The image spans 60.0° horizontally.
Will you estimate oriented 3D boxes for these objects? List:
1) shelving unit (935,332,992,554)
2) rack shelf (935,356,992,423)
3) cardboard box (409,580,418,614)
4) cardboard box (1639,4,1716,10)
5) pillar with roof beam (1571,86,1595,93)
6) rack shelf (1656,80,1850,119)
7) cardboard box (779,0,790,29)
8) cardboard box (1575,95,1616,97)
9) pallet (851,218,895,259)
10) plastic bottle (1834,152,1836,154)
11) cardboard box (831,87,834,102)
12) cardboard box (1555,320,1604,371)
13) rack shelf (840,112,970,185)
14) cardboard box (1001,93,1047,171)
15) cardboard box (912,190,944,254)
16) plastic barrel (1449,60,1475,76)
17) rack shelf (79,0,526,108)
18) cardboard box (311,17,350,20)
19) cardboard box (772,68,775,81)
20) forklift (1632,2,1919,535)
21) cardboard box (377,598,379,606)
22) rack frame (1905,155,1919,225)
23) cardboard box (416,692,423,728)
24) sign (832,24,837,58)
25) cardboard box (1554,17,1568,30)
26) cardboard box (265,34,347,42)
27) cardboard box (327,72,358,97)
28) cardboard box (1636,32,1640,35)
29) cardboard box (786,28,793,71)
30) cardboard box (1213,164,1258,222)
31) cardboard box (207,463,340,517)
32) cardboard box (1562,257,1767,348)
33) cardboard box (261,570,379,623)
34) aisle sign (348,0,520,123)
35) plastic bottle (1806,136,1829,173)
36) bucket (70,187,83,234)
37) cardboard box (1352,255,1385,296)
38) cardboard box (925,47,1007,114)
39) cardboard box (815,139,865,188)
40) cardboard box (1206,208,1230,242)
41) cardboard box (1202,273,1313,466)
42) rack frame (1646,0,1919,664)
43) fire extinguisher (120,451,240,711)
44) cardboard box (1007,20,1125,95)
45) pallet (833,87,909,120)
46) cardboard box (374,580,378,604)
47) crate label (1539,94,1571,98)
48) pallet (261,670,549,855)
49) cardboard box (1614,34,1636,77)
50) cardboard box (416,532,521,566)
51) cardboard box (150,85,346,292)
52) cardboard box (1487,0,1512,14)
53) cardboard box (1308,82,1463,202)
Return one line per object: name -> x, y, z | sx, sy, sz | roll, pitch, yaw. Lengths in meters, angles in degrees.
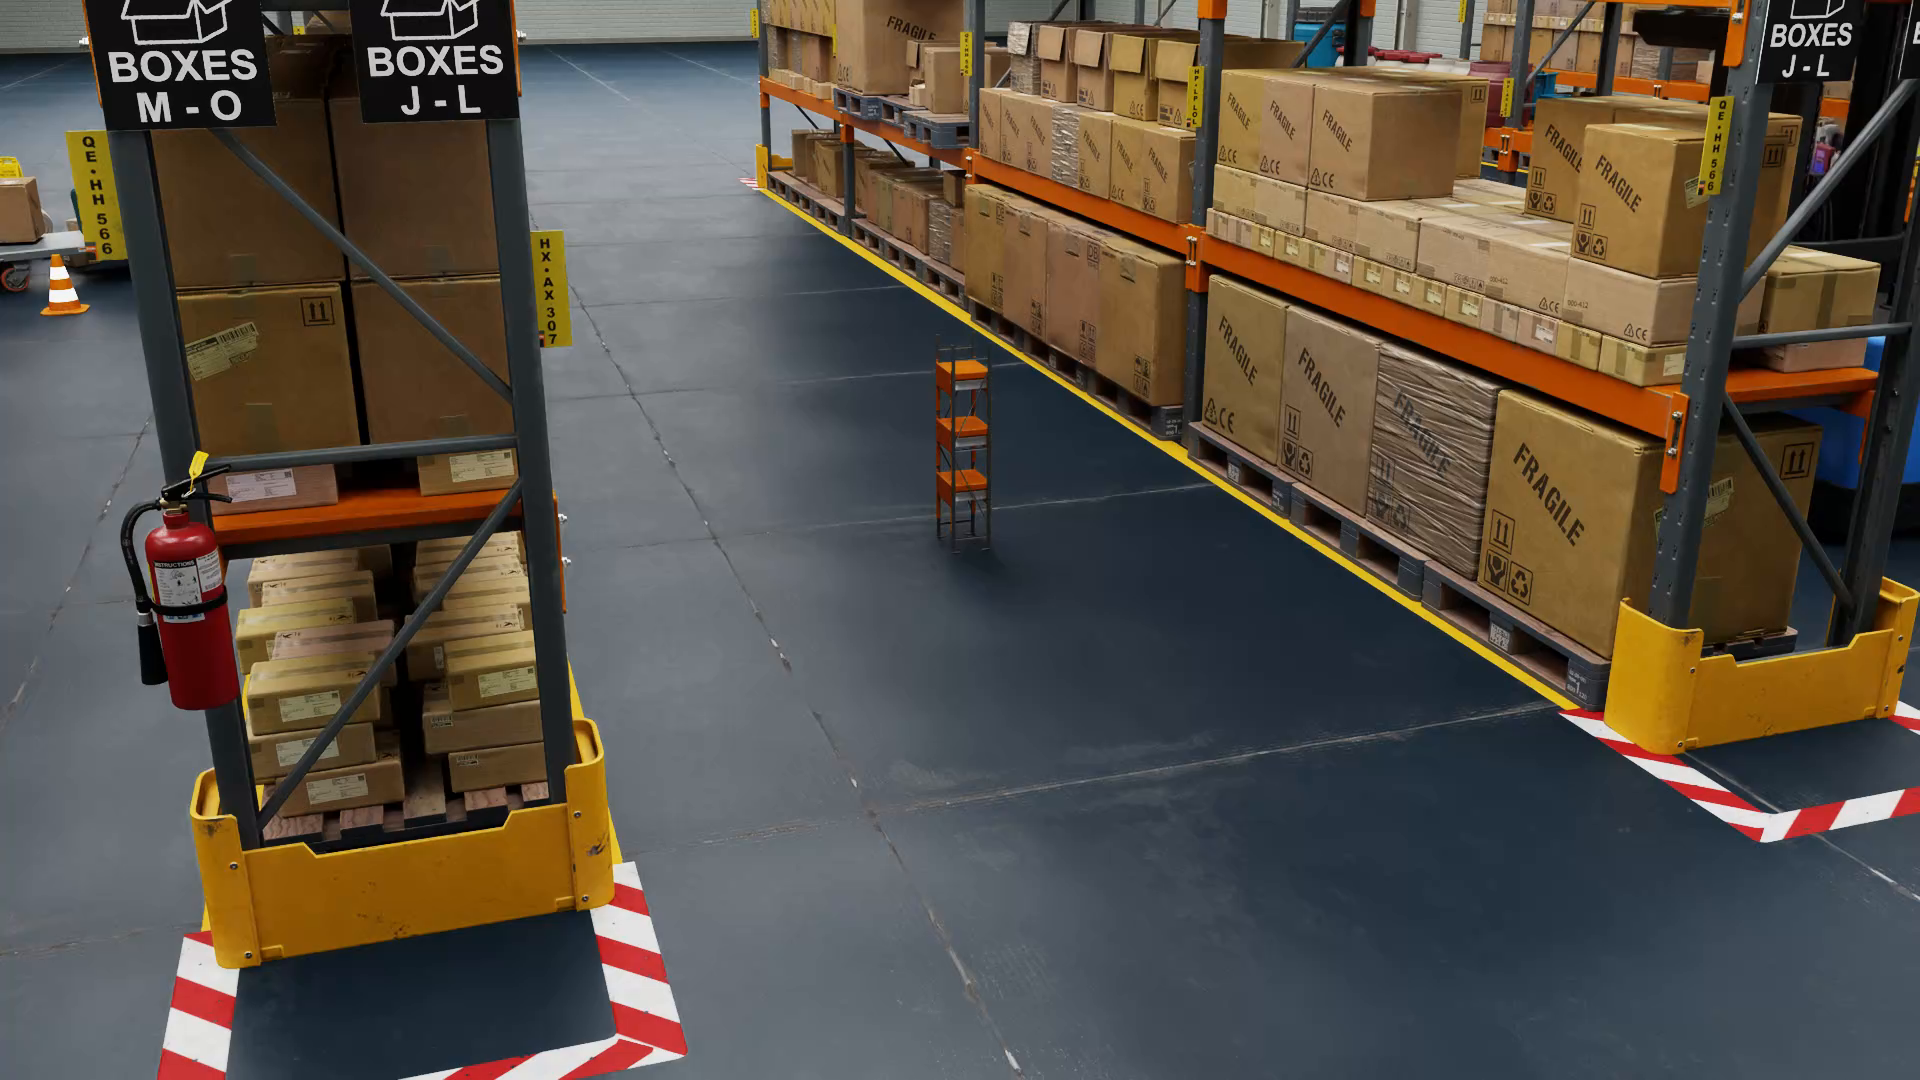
shelving unit -> 0.017, -0.477, 8.191 | 0.215, 1.050, 0.252 | -6, 21, -17
rack shelf -> 0.017, -0.734, 8.099 | 0.215, 0.259, 0.240 | -6, 21, -17
cardboard box -> -1.928, 0.242, 6.461 | 0.380, 0.149, 0.250 | -7, 21, -20
cardboard box -> 8.566, -6.431, 19.816 | 0.700, 0.500, 0.500 | -6, 21, -17
pillar with roof beam -> 7.224, -11.601, 27.403 | 9.100, 9.000, 0.400 | -6, 21, -17
rack shelf -> 9.340, -4.651, 17.992 | 1.077, 0.370, 4.000 | -6, 21, -17
cardboard box -> -1.728, -5.994, 18.601 | 0.500, 0.500, 0.500 | -6, 21, -17
cardboard box -> 8.390, -5.551, 21.771 | 0.500, 0.500, 0.500 | -6, 21, -17
pallet -> -0.448, -3.018, 16.507 | 1.003, 0.211, 1.213 | -6, 21, -17
plastic bottle -> 6.045, -2.621, 11.571 | 0.097, 0.201, 0.097 | 0, 20, 0
cardboard box -> -1.110, -4.581, 17.104 | 0.380, 0.149, 0.250 | -6, 21, -17
cardboard box -> 2.570, -0.773, 6.504 | 0.380, 0.149, 0.250 | -6, 21, -17
rack shelf -> -0.065, -3.600, 15.065 | 1.077, 0.370, 4.000 | -6, 21, -17
cardboard box -> 0.622, -2.993, 12.165 | 0.500, 0.500, 0.500 | -7, 21, -19
cardboard box -> -0.037, -2.898, 15.094 | 0.700, 0.500, 0.500 | -5, 20, -13
plastic barrel -> 4.739, -4.183, 15.459 | 0.421, 0.512, 0.421 | 0, 20, 0
rack shelf -> -2.291, -1.950, 6.034 | 1.077, 0.370, 4.000 | -6, 21, -17
cardboard box -> -4.632, -3.791, 12.907 | 0.700, 0.500, 0.500 | -7, 21, -18
cardboard box -> -2.027, -5.546, 19.792 | 0.380, 0.149, 0.250 | -6, 21, -17
forklift -> 4.359, -1.864, 9.271 | 1.130, 2.935, 3.031 | -7, 21, -19
cardboard box -> -2.500, 0.354, 6.589 | 0.380, 0.149, 0.250 | -6, 21, -16
rack frame -> 6.523, -2.539, 11.048 | 1.000, 3.000, 0.127 | -6, 21, -17
cardboard box -> -1.768, 0.553, 6.035 | 0.380, 0.149, 0.250 | -6, 21, -17
sign -> -1.206, -4.927, 16.417 | 0.100, 0.325, 0.005 | -6, 21, -17
cardboard box -> 7.856, -6.625, 21.317 | 0.380, 0.149, 0.250 | -6, 21, -17
cardboard box -> -3.009, -2.005, 7.495 | 0.500, 0.500, 0.500 | -6, 21, -16
cardboard box -> -1.716, -1.226, 5.325 | 0.500, 0.500, 0.500 | -6, 21, -16
cardboard box -> 8.347, -6.128, 19.932 | 0.380, 0.149, 0.250 | -7, 21, -18
cardboard box -> -1.533, -5.724, 19.326 | 0.875, 0.500, 0.500 | -6, 21, -17
cardboard box -> 1.720, -1.904, 9.061 | 0.500, 0.250, 0.500 | -7, 21, -18
cardboard box -> -2.033, -0.191, 4.882 | 0.380, 0.149, 0.250 | -6, 21, -17
cardboard box -> 2.674, -0.926, 6.339 | 0.500, 0.250, 0.500 | -7, 21, -18
cardboard box -> -2.317, 0.240, 6.026 | 0.380, 0.149, 0.250 | -7, 21, -19
aisle sign -> -1.355, -1.466, 4.216 | 0.394, 0.787, 0.004 | -6, 21, -17
plastic bottle -> 5.977, -2.690, 11.652 | 0.152, 0.276, 0.135 | -6, 21, -17
bucket -> -7.665, -3.059, 15.089 | 0.726, 0.611, 0.620 | 1, 30, 2
cardboard box -> 2.089, -1.264, 7.870 | 0.380, 0.149, 0.250 | -7, 21, -19
cardboard box -> 0.085, -3.879, 14.009 | 0.700, 0.500, 0.500 | -3, 20, -9
cardboard box -> -1.371, -4.292, 19.004 | 0.500, 0.500, 0.500 | -4, 20, -12
cardboard box -> 1.598, -1.764, 9.263 | 0.380, 0.149, 0.250 | -6, 21, -17
cardboard box -> 1.952, -0.990, 9.258 | 0.875, 0.875, 0.875 | -6, 21, -17
rack frame -> 3.078, -0.729, 6.009 | 1.000, 3.000, 0.127 | -6, 21, -17
fire extinguisher -> -2.021, 0.107, 4.347 | 0.296, 0.674, 0.183 | -6, 21, -17
cardboard box -> 0.778, -3.579, 12.312 | 0.797, 0.503, 0.637 | -6, 21, -15
pallet -> -0.592, -4.229, 16.037 | 1.003, 0.211, 1.213 | -6, 21, -17
cardboard box -> -2.502, 0.215, 6.537 | 0.380, 0.149, 0.250 | -5, 20, -14
crate label -> 5.489, -3.919, 15.137 | 0.303, 0.233, 0.416 | -6, 21, -17
pallet -> -1.908, 0.789, 5.908 | 1.003, 0.211, 1.213 | -6, 21, -17
cardboard box -> 8.394, -5.989, 20.504 | 0.700, 0.500, 0.500 | -7, 21, -18
cardboard box -> -1.898, 0.094, 6.433 | 0.380, 0.149, 0.250 | -6, 20, -15
cardboard box -> -2.042, -1.013, 4.731 | 0.500, 0.500, 0.500 | -7, 21, -18
cardboard box -> 7.606, -7.404, 22.527 | 0.700, 0.500, 0.500 | -6, 21, -17
cardboard box -> 2.044, -1.929, 8.022 | 0.500, 0.500, 0.500 | -7, 21, -19
